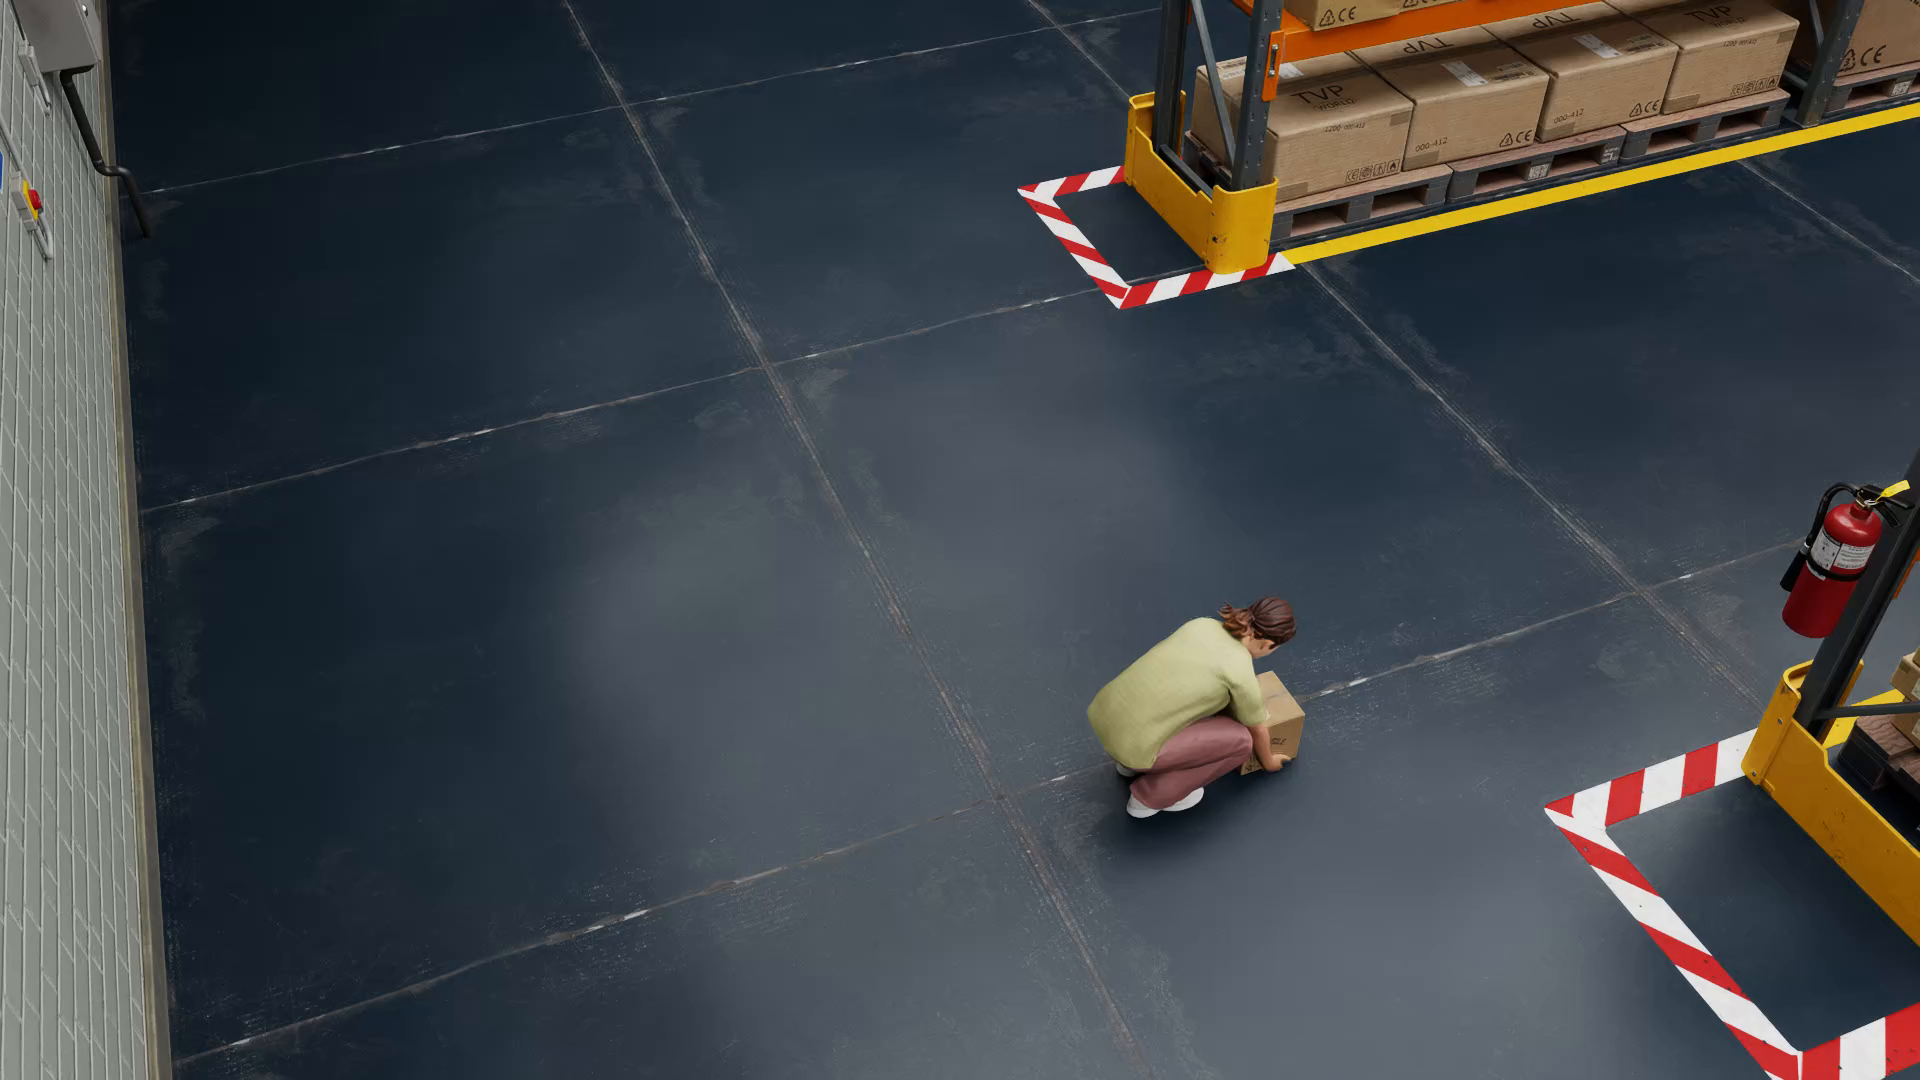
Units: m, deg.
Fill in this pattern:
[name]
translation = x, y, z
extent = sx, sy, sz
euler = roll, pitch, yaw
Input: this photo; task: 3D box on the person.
[person]
translation = 0.875, 0.631, 6.205
extent = 0.831, 0.806, 0.472
euler = -16, 44, -17
